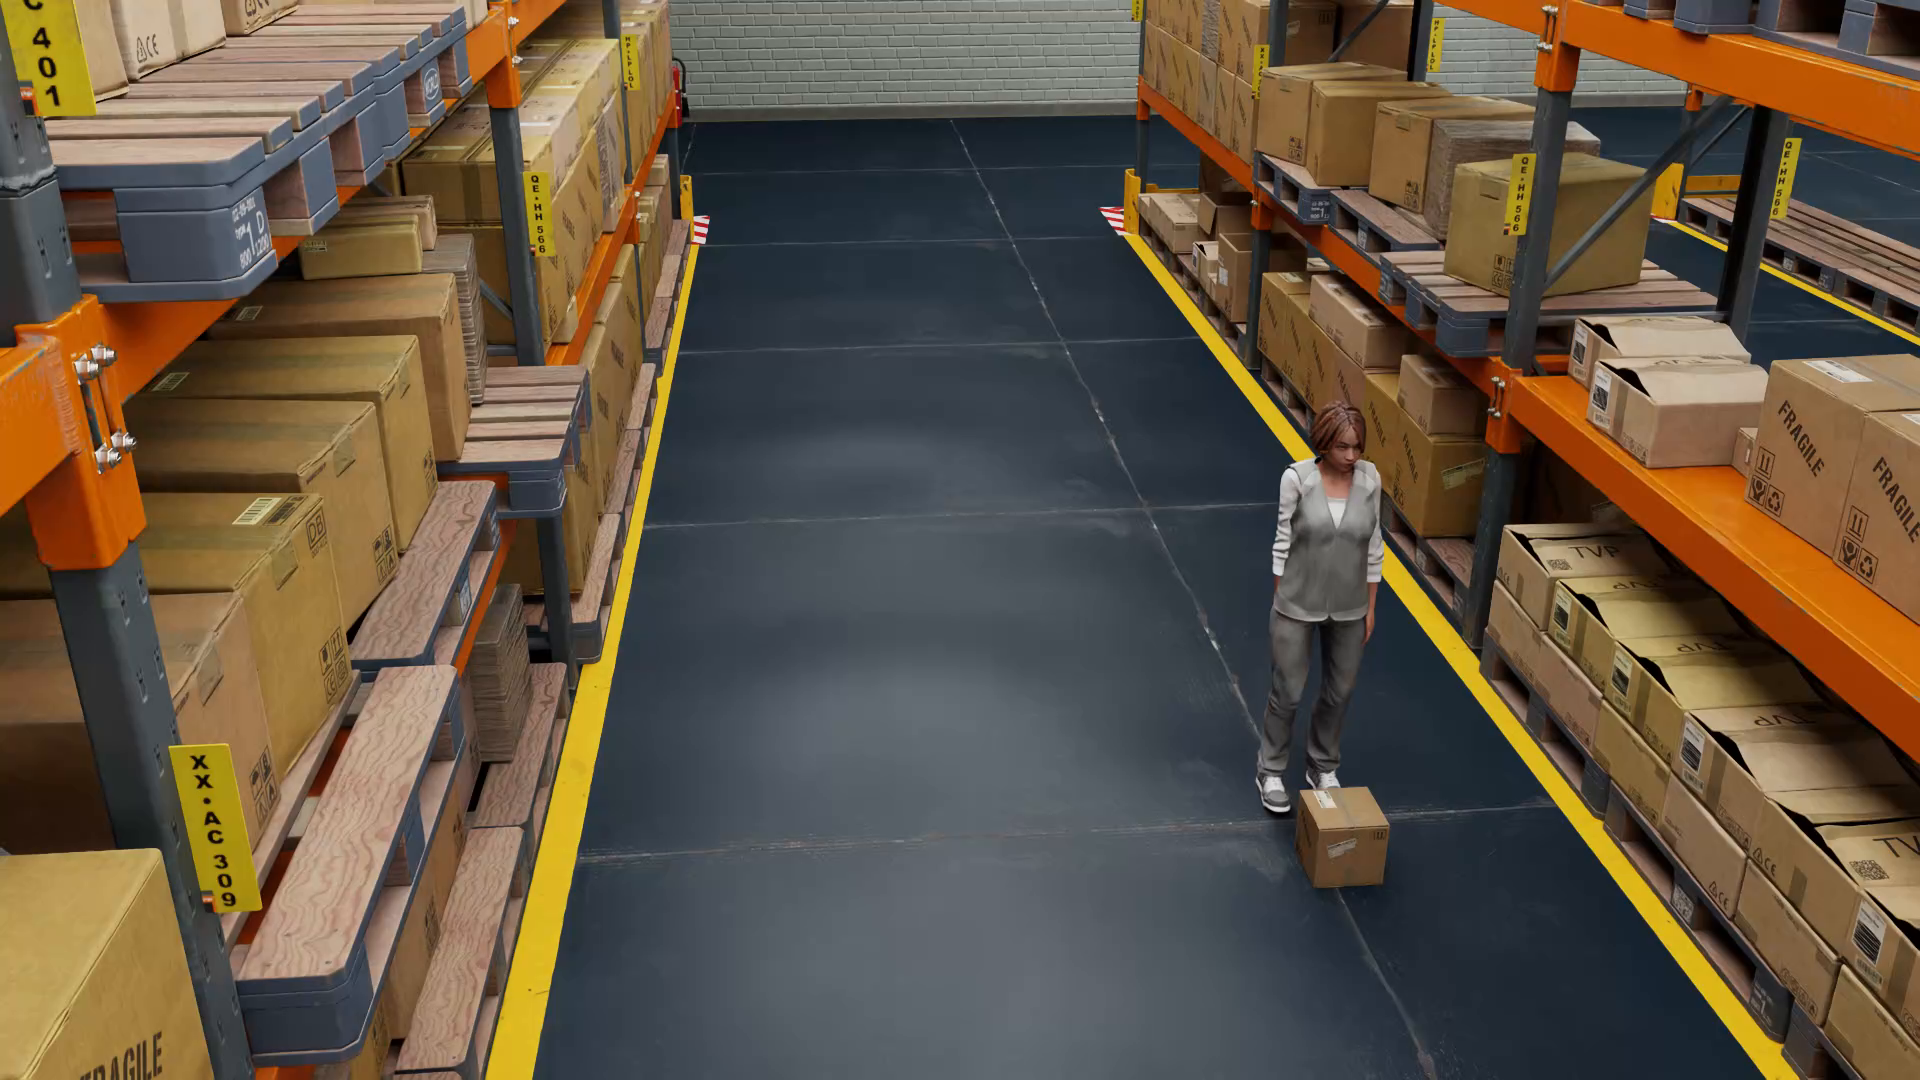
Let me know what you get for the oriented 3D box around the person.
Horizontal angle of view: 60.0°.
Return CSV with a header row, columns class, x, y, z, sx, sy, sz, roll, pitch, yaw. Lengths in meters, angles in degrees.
class,x,y,z,sx,sy,sz,roll,pitch,yaw
person,1.324,0.253,6.057,0.407,1.593,0.306,-2,24,-4
